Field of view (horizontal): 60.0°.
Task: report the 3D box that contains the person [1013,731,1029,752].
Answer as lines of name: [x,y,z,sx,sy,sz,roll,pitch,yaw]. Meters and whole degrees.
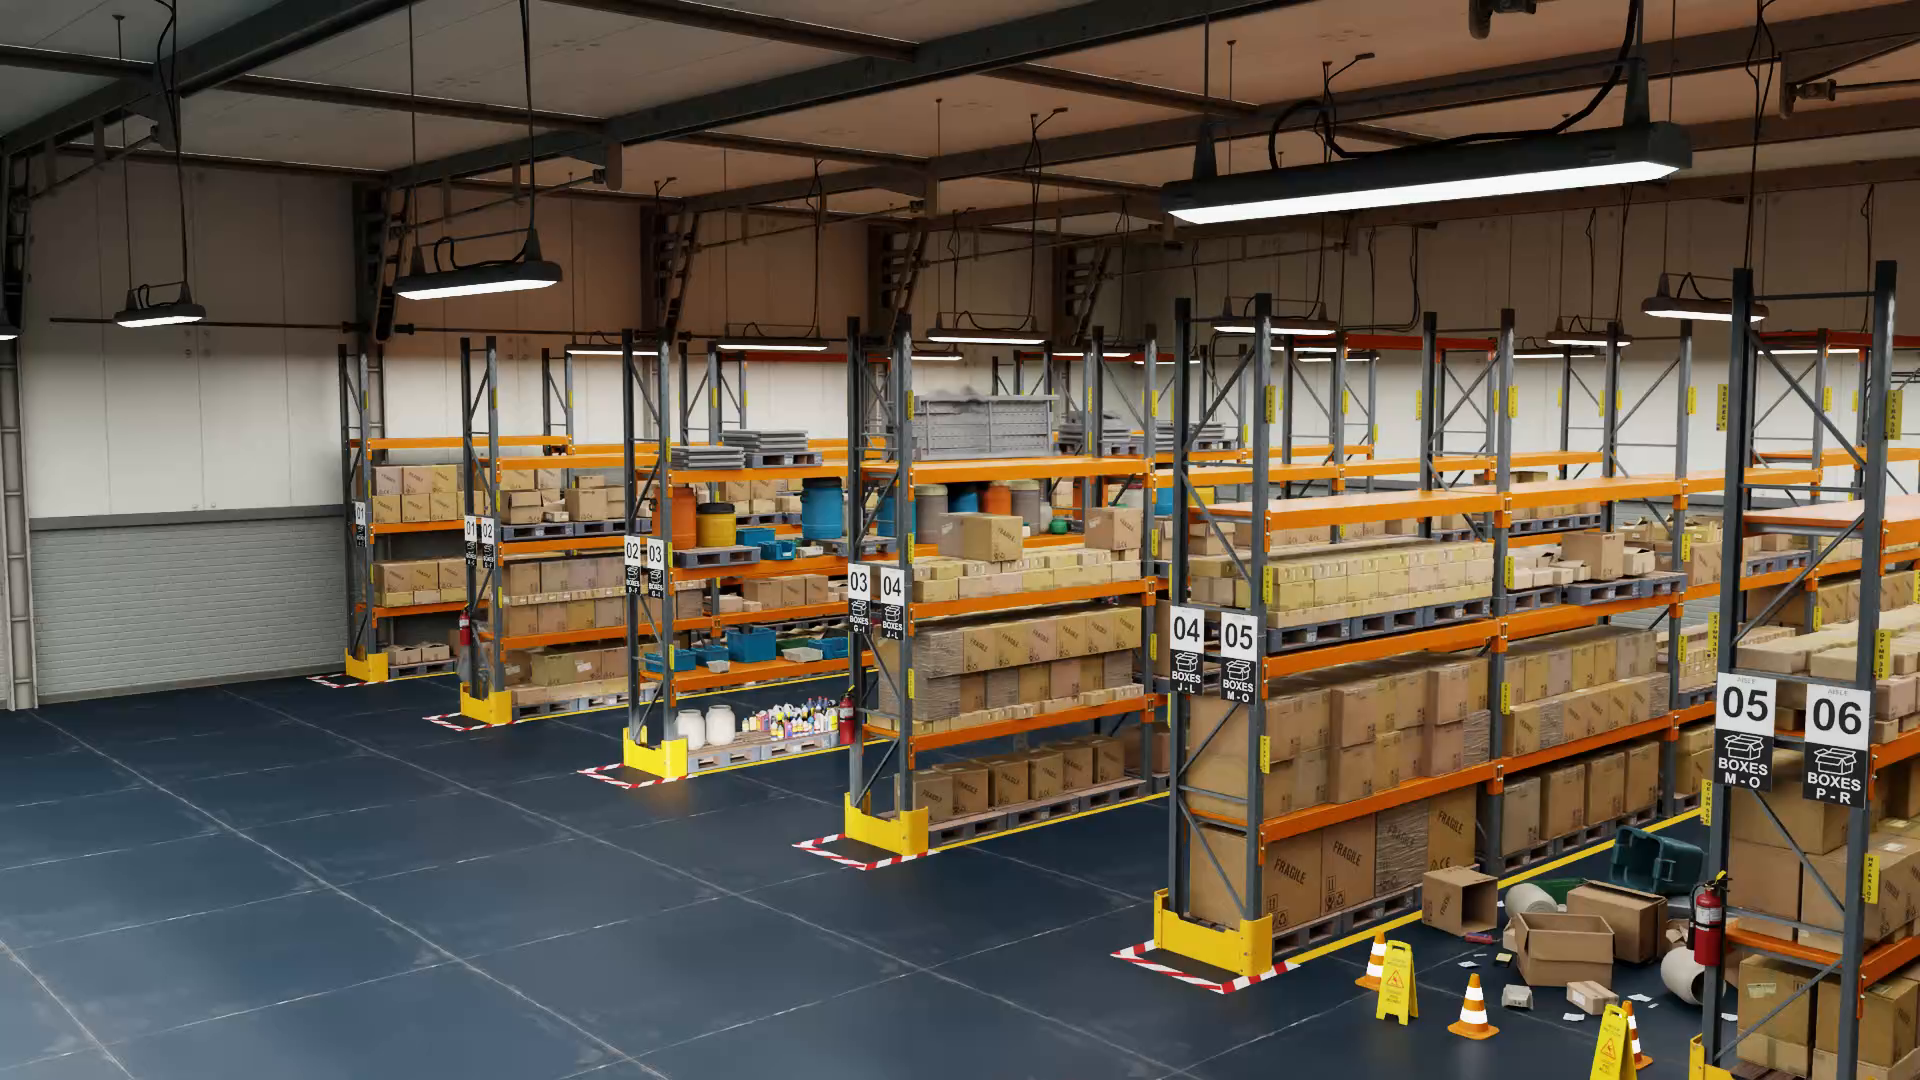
person: [0.722,2.070,22.177,0.637,1.772,0.589,-5,7,-44]

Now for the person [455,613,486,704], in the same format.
person: [-8.084,1.936,27.576,0.529,1.537,0.582,4,7,40]
